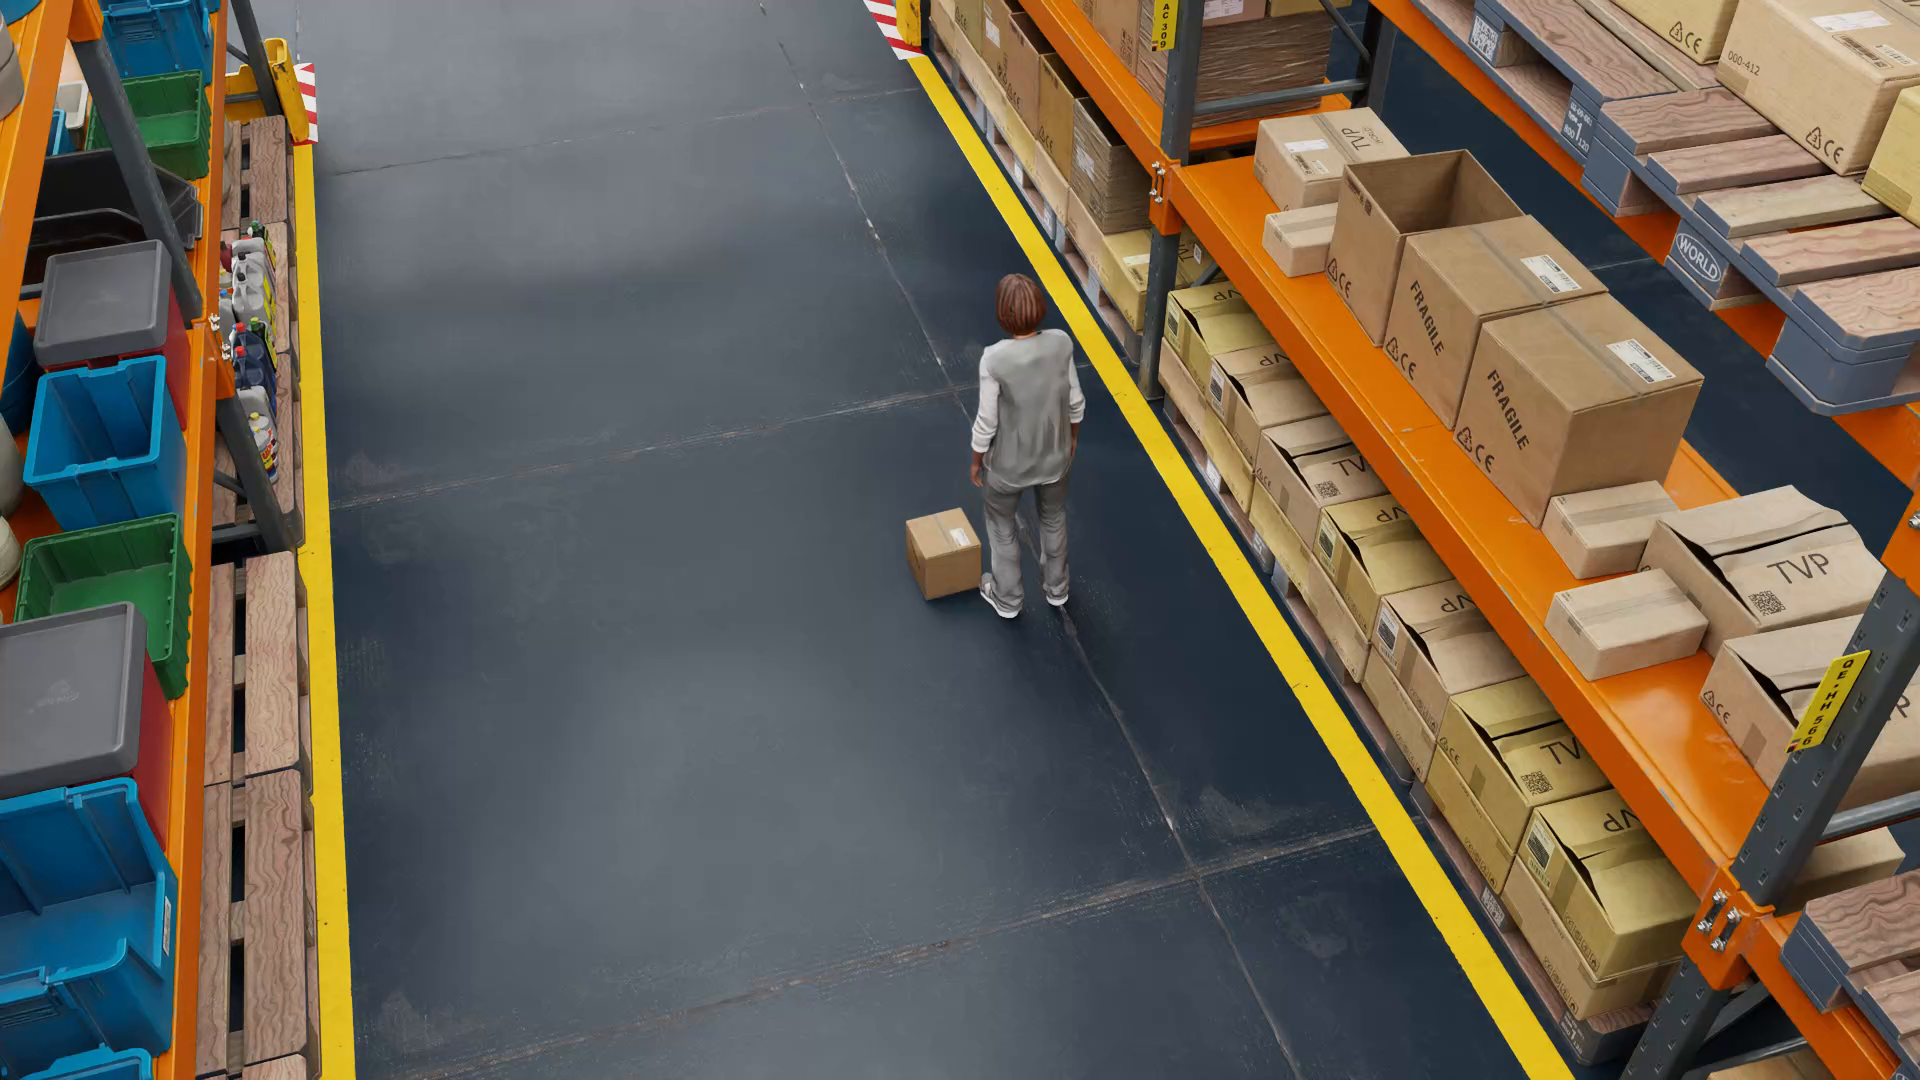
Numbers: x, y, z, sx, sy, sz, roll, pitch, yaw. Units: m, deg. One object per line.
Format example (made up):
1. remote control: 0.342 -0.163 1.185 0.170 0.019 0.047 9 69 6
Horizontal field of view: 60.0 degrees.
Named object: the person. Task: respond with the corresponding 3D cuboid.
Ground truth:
1. person: 0.260 -0.330 6.525 0.475 1.592 0.346 -14 45 -14
